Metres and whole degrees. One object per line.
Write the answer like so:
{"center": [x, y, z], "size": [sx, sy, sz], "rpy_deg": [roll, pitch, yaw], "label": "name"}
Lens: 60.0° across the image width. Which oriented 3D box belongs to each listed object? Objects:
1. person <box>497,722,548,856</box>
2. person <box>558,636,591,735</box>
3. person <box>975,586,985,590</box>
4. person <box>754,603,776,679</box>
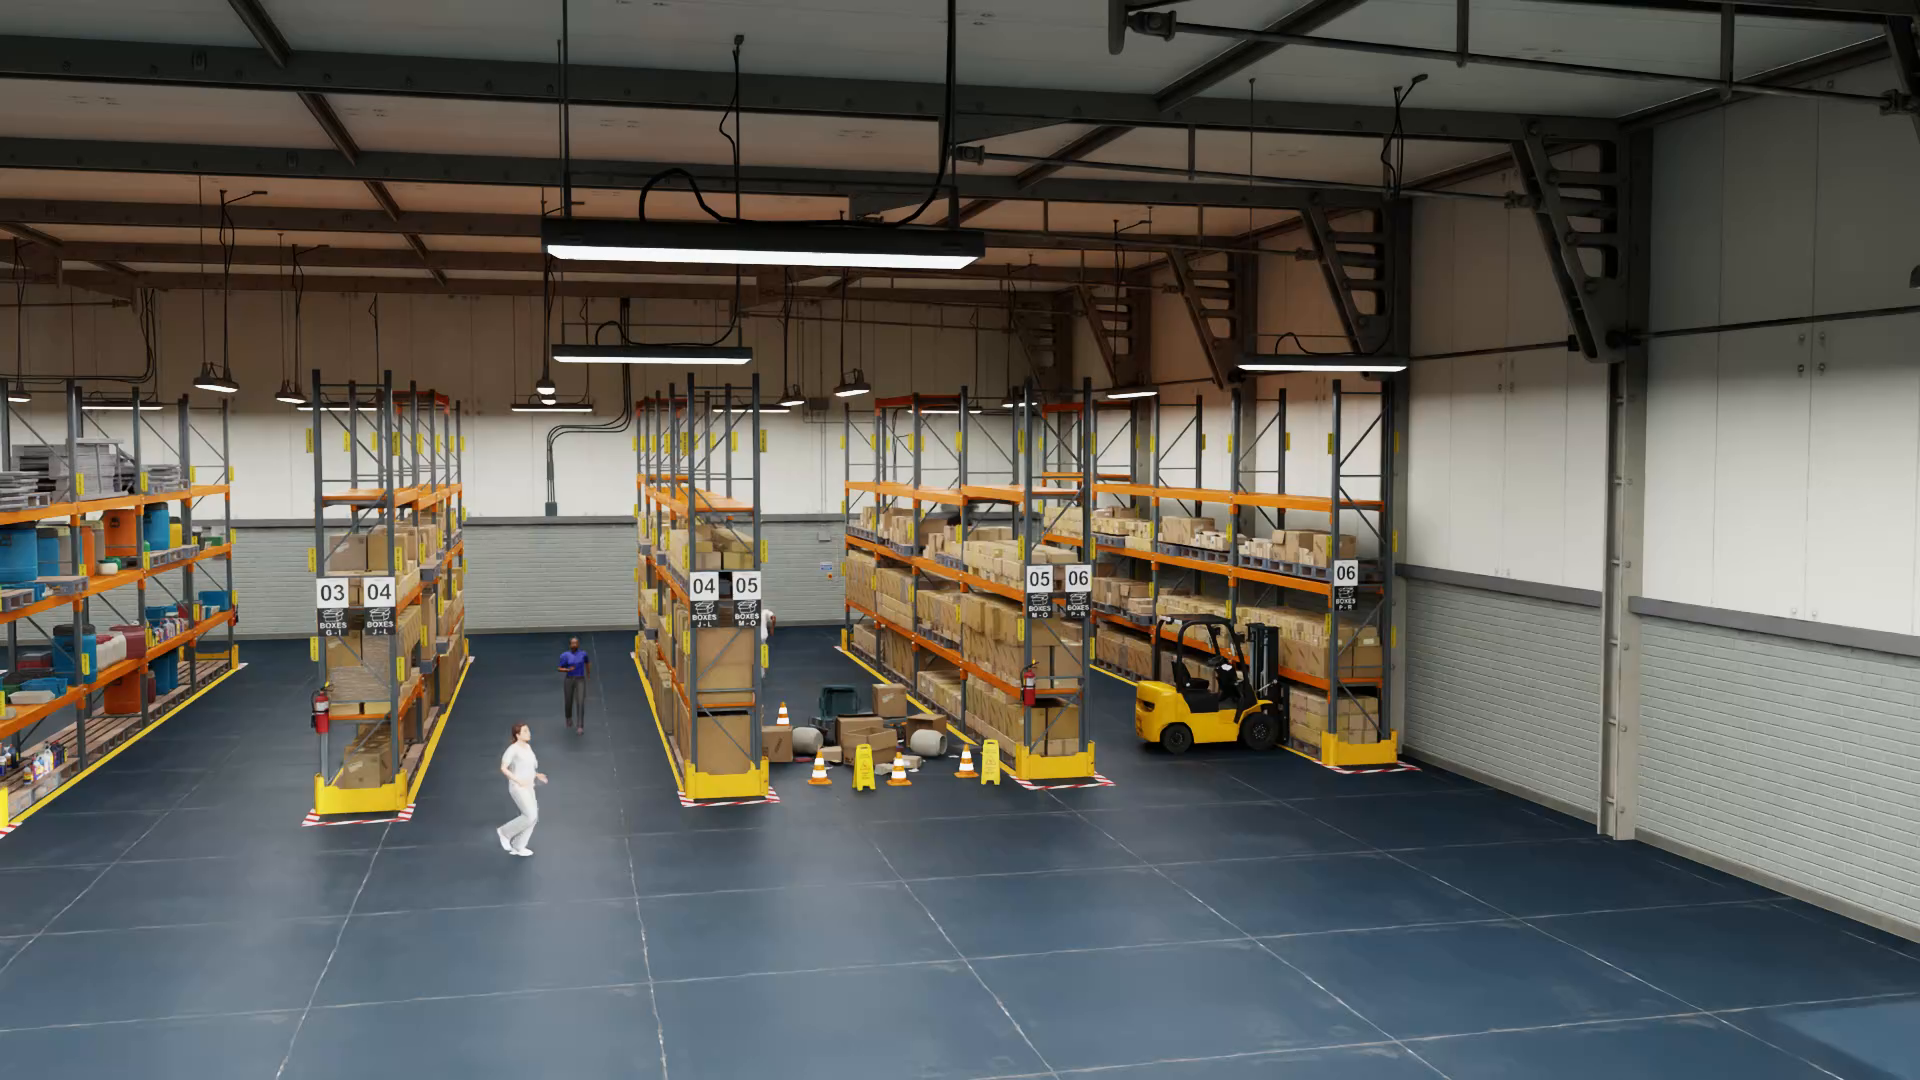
{"center": [-5.319, 3.019, 20.194], "size": [0.546, 1.624, 0.543], "rpy_deg": [1, 3, 14], "label": "person"}
{"center": [-6.669, 2.491, 28.802], "size": [0.575, 1.645, 0.938], "rpy_deg": [-1, 3, -17], "label": "person"}
{"center": [0.426, 1.904, 39.099], "size": [0.584, 1.710, 0.865], "rpy_deg": [-1, 4, -24], "label": "person"}
{"center": [-4.244, 2.124, 35.046], "size": [0.693, 1.777, 0.971], "rpy_deg": [-1, 4, -22], "label": "person"}
